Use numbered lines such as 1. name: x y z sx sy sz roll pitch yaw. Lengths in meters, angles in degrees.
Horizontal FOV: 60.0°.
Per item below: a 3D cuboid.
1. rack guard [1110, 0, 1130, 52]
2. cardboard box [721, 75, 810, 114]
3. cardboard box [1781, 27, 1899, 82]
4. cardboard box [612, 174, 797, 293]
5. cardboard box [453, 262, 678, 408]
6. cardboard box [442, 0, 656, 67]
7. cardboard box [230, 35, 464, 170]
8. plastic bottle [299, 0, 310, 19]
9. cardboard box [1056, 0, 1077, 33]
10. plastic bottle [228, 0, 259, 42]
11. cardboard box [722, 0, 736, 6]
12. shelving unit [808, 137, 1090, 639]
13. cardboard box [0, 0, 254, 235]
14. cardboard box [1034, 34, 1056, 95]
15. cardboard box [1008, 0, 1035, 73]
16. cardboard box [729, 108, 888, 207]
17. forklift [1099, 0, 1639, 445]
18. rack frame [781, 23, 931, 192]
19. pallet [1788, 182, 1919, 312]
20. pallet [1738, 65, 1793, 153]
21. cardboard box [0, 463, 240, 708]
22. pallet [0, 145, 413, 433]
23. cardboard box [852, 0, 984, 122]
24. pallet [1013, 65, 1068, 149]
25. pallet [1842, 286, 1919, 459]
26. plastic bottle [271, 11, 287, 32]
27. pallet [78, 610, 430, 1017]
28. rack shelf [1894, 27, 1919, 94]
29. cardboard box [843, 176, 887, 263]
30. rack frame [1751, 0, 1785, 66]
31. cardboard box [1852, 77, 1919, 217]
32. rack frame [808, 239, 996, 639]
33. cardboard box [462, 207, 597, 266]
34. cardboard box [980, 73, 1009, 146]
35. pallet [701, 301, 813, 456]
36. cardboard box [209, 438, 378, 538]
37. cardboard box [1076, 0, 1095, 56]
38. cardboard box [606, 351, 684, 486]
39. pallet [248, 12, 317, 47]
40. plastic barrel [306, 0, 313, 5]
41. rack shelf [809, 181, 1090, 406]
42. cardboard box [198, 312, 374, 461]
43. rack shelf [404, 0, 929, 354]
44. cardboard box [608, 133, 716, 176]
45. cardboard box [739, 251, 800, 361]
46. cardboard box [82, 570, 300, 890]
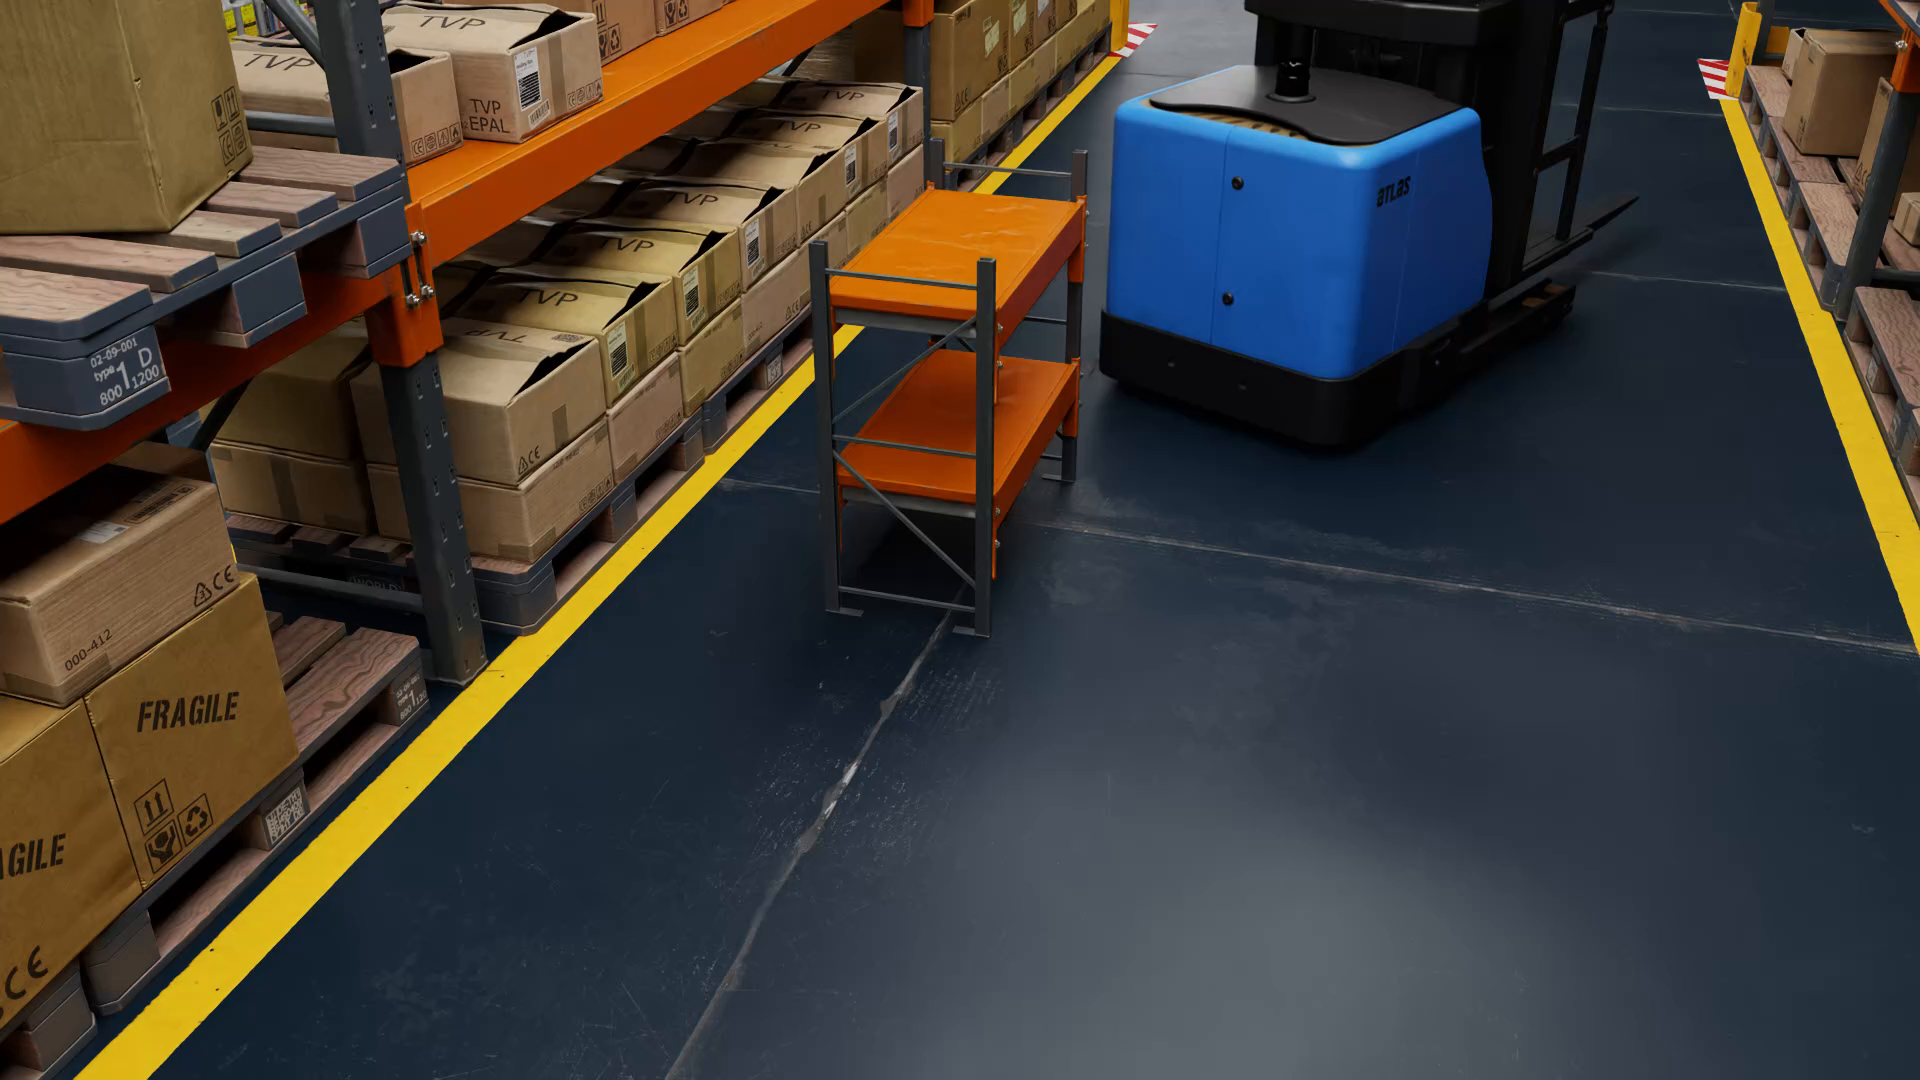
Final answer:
1. rack guard: 0.550 -3.641 11.281 1.175 0.500 0.348 8 30 15
2. cardboard box: -0.990 -1.934 7.461 0.500 0.311 0.500 9 30 15
3. cardboard box: 4.991 -2.726 9.378 0.500 0.311 0.500 5 30 9
4. cardboard box: -0.922 -1.154 6.059 0.500 0.311 0.500 8 30 14
5. cardboard box: -1.224 -0.678 5.204 0.500 0.311 0.500 8 30 14
6. cardboard box: -1.328 -1.830 5.352 0.500 0.500 0.500 7 30 12
7. cardboard box: -1.656 -1.128 4.285 0.500 0.311 0.500 10 31 18
8. plastic bottle: -4.311 -3.484 10.854 0.097 0.201 0.097 0 29 0
9. cardboard box: 0.391 -3.274 9.674 0.500 0.500 0.500 8 30 15
10. plastic bottle: -4.496 -3.294 10.359 0.144 0.351 0.185 10 31 17
11. cardboard box: -1.026 -2.308 6.210 0.500 0.500 0.500 11 31 18
12. shelving unit: -0.002 -0.488 4.971 0.538 1.125 1.048 8 30 15
13. cardboard box: -1.882 -0.923 3.289 0.700 0.500 0.500 -1 29 -2
14. cardboard box: 0.240 -2.714 9.440 0.500 0.250 0.500 8 30 15
15. cardboard box: 0.098 -2.809 8.838 0.500 0.500 0.500 8 30 15
16. cardboard box: -0.622 -1.619 6.894 0.500 0.311 0.500 9 30 16
17. forklift: 1.877 -2.240 6.261 1.130 2.935 3.031 23 37 35
18. rack frame: -0.631 -2.863 7.312 1.000 3.000 0.127 8 30 15
19. pallet: 4.269 -1.257 7.292 1.003 0.211 1.213 8 30 15
20. pallet: 4.985 -2.391 9.331 1.003 0.211 1.213 8 30 15
21. cardboard box: -1.867 0.063 3.399 0.500 0.250 0.500 10 31 17
22. pallet: -1.937 -0.596 3.433 1.213 0.211 1.003 8 30 15
23. cardboard box: -0.195 -2.344 8.003 0.500 0.500 0.500 8 30 15
24. pallet: -0.001 -2.577 9.666 1.003 0.211 1.213 8 30 15
25. pallet: 3.879 -0.578 6.071 1.003 0.211 1.213 8 30 15
26. plastic bottle: -4.411 -3.404 10.632 0.152 0.276 0.135 9 30 15
27. pallet: -2.060 0.556 4.034 1.003 0.211 1.213 8 30 15
28. rack shelf: 3.519 -0.915 4.548 1.077 0.370 4.000 8 30 15
29. cardboard box: -0.626 -1.377 7.035 0.500 0.250 0.500 8 30 14
30. rack frame: 5.280 -4.017 9.386 1.000 3.000 0.127 8 30 15
31. cardboard box: 4.372 -1.746 7.422 0.500 0.500 0.500 6 30 11
32. rack frame: -0.151 -0.252 4.546 0.500 1.125 0.032 8 30 15
33. cardboard box: -1.589 -0.987 5.758 0.500 0.311 0.500 8 30 15
34. cardboard box: -0.053 -2.249 8.604 0.500 0.250 0.500 8 30 15
35. pallet: -1.166 -0.728 6.342 1.003 0.211 1.213 8 30 15
36. cardboard box: -1.884 -0.266 5.039 0.500 0.250 0.500 9 30 16
37. cardboard box: 0.533 -3.179 10.275 0.500 0.250 0.500 8 30 15
38. cardboard box: -1.224 -0.422 5.319 0.500 0.250 0.500 8 30 13
39. pallet: -4.772 -3.228 10.836 1.003 0.211 1.213 8 30 15
40. plastic barrel: -4.458 -3.978 11.442 0.421 0.512 0.421 0 29 0
41. rack shelf: -0.002 -0.744 4.829 0.538 0.278 1.000 8 30 15
42. cardboard box: -1.887 -0.510 4.901 0.500 0.311 0.500 9 30 16
43. rack shelf: -1.218 -1.620 5.816 1.077 0.370 4.000 8 30 15
44. cardboard box: -1.293 -1.461 6.611 0.500 0.311 0.500 8 30 13
45. cardboard box: -0.926 -0.902 6.183 0.500 0.250 0.500 9 30 16
46. cardboard box: -1.855 0.364 3.630 0.500 0.500 0.500 10 31 17
